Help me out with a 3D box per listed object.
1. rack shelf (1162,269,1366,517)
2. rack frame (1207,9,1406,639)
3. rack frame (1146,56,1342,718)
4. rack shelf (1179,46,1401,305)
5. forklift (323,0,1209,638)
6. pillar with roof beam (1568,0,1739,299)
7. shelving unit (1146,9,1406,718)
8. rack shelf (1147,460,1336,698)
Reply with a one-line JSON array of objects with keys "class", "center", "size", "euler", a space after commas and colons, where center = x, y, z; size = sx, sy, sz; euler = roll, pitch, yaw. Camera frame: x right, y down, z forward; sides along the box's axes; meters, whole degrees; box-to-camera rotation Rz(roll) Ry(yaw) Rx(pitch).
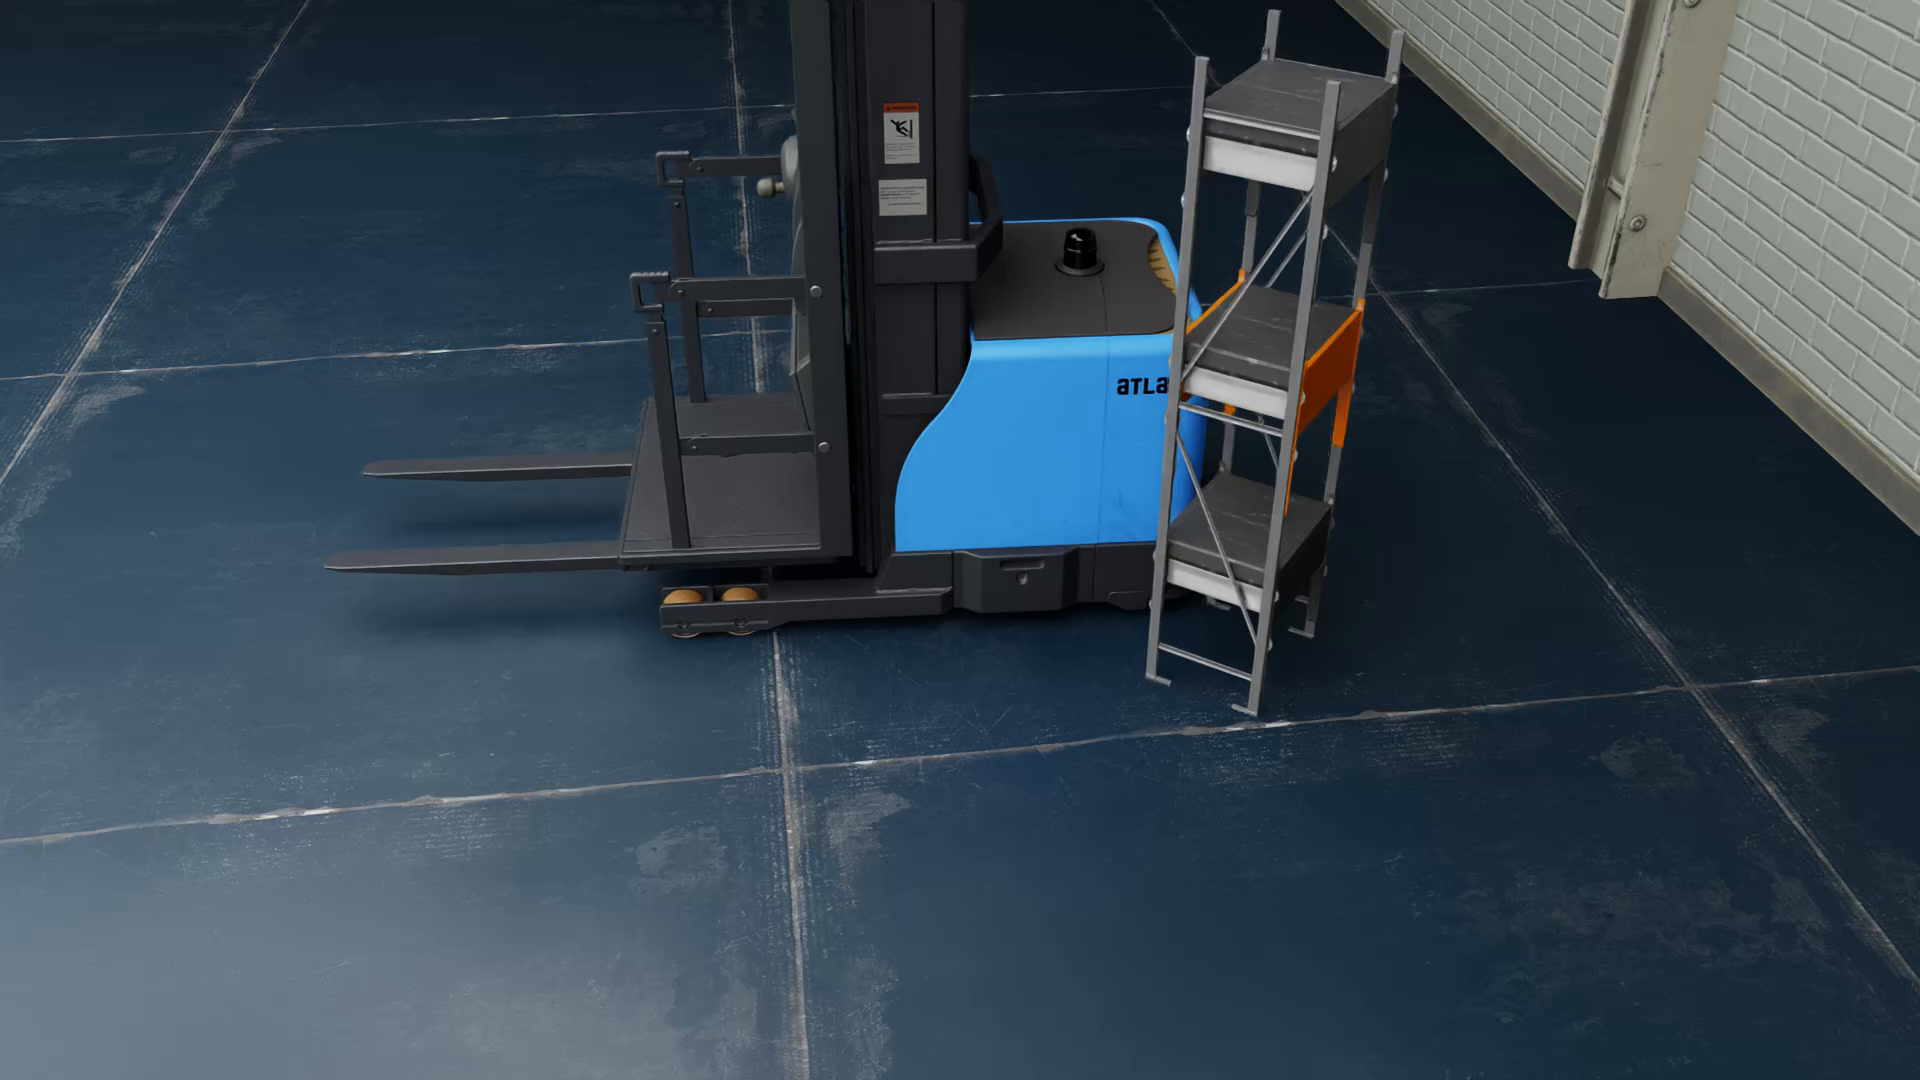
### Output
[{"class": "rack shelf", "center": [0.925, -0.458, 5.082], "size": [0.431, 0.518, 0.480], "euler": [19, 39, 26]}, {"class": "rack frame", "center": [1.052, -0.587, 5.246], "size": [0.400, 2.100, 0.015], "euler": [19, 39, 26]}, {"class": "rack frame", "center": [0.797, -0.352, 4.903], "size": [0.400, 2.100, 0.015], "euler": [19, 39, 26]}, {"class": "rack shelf", "center": [0.925, -1.037, 4.688], "size": [0.431, 0.518, 0.480], "euler": [19, 39, 26]}, {"class": "forklift", "center": [-0.707, -1.182, 5.382], "size": [3.031, 2.935, 1.130], "euler": [-2, 34, -3]}, {"class": "pillar with roof beam", "center": [-1.070, -4.665, 5.105], "size": [9.100, 9.000, 0.400], "euler": [-4, 35, -6]}, {"class": "shelving unit", "center": [0.925, -0.470, 5.074], "size": [0.431, 2.100, 0.503], "euler": [19, 39, 26]}, {"class": "rack shelf", "center": [0.925, 0.120, 5.476], "size": [0.431, 0.518, 0.480], "euler": [19, 39, 26]}]
